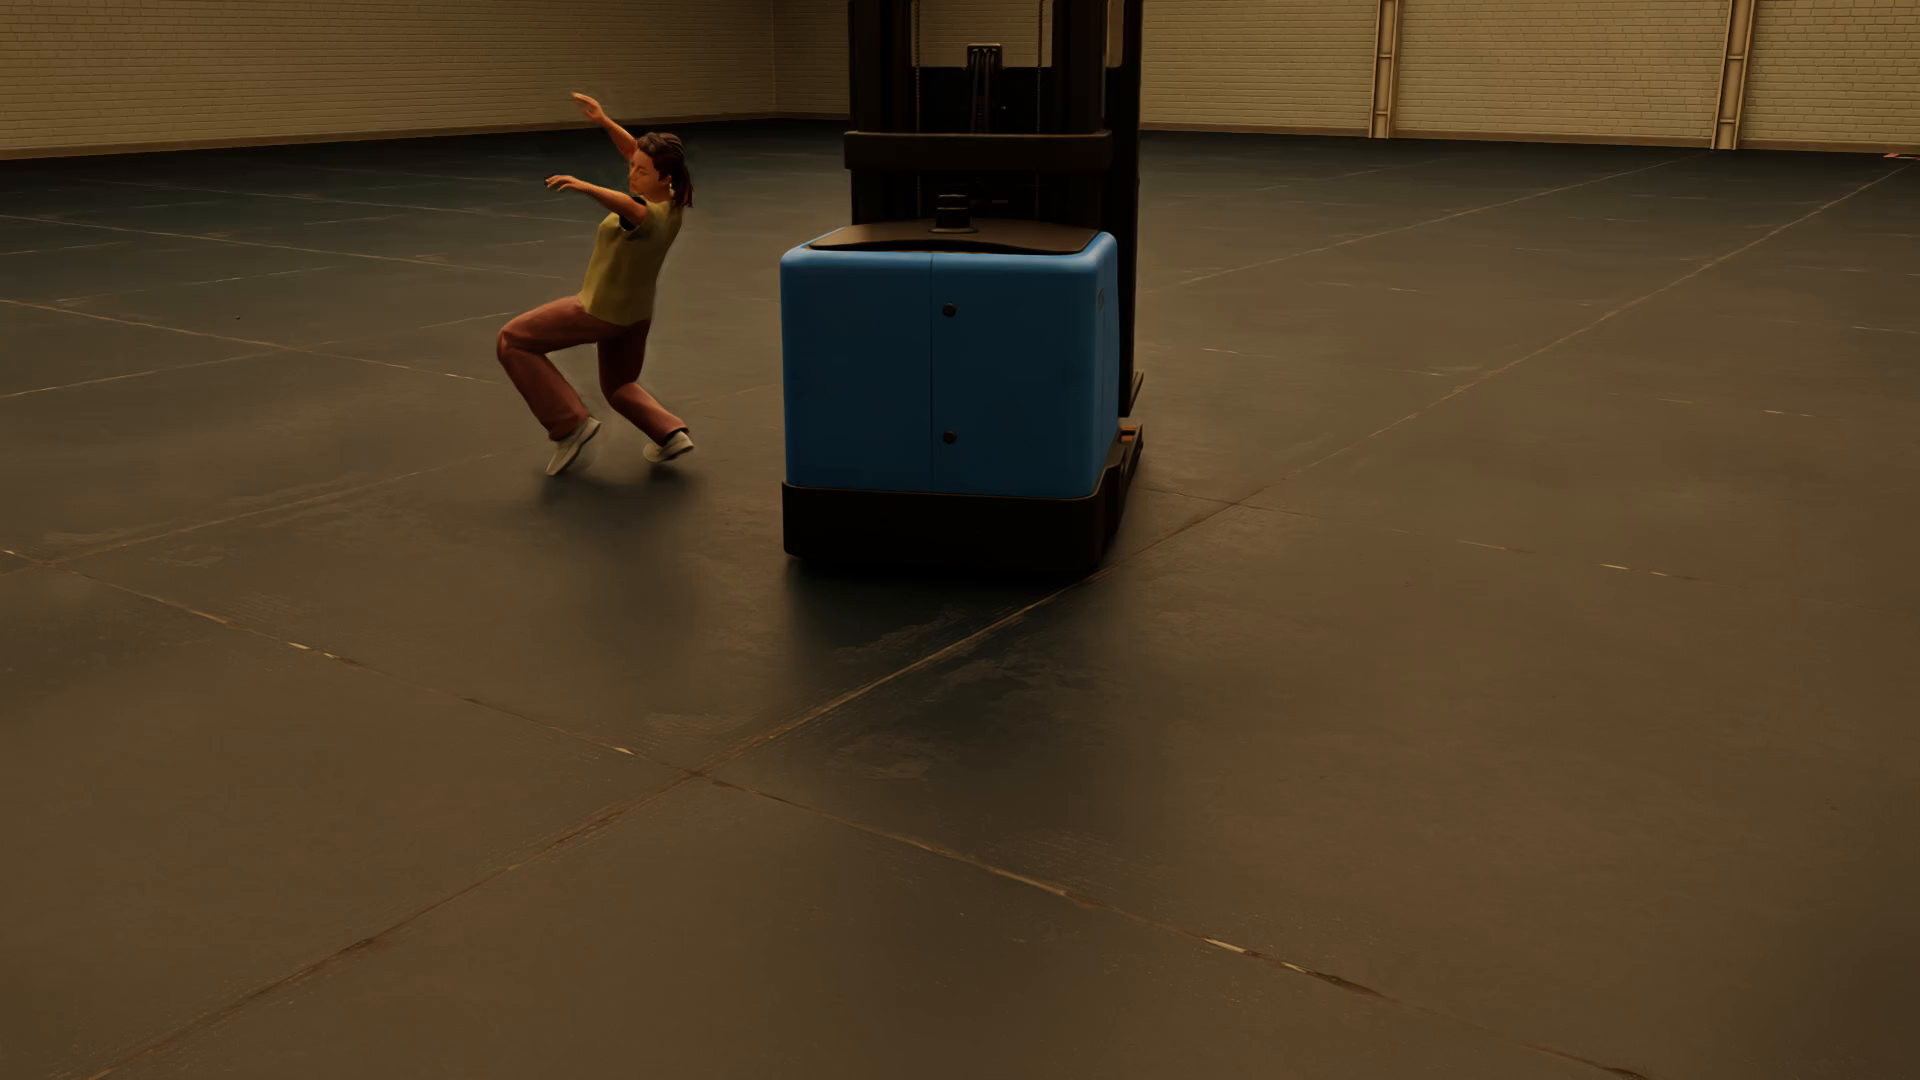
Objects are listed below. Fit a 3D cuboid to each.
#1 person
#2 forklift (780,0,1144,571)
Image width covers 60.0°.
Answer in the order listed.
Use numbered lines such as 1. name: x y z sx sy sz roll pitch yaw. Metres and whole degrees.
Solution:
1. person: -1.520 -0.965 6.566 0.801 1.530 0.992 6 18 20
2. forklift: 0.171 -1.682 6.457 1.130 2.935 3.031 3 17 10
